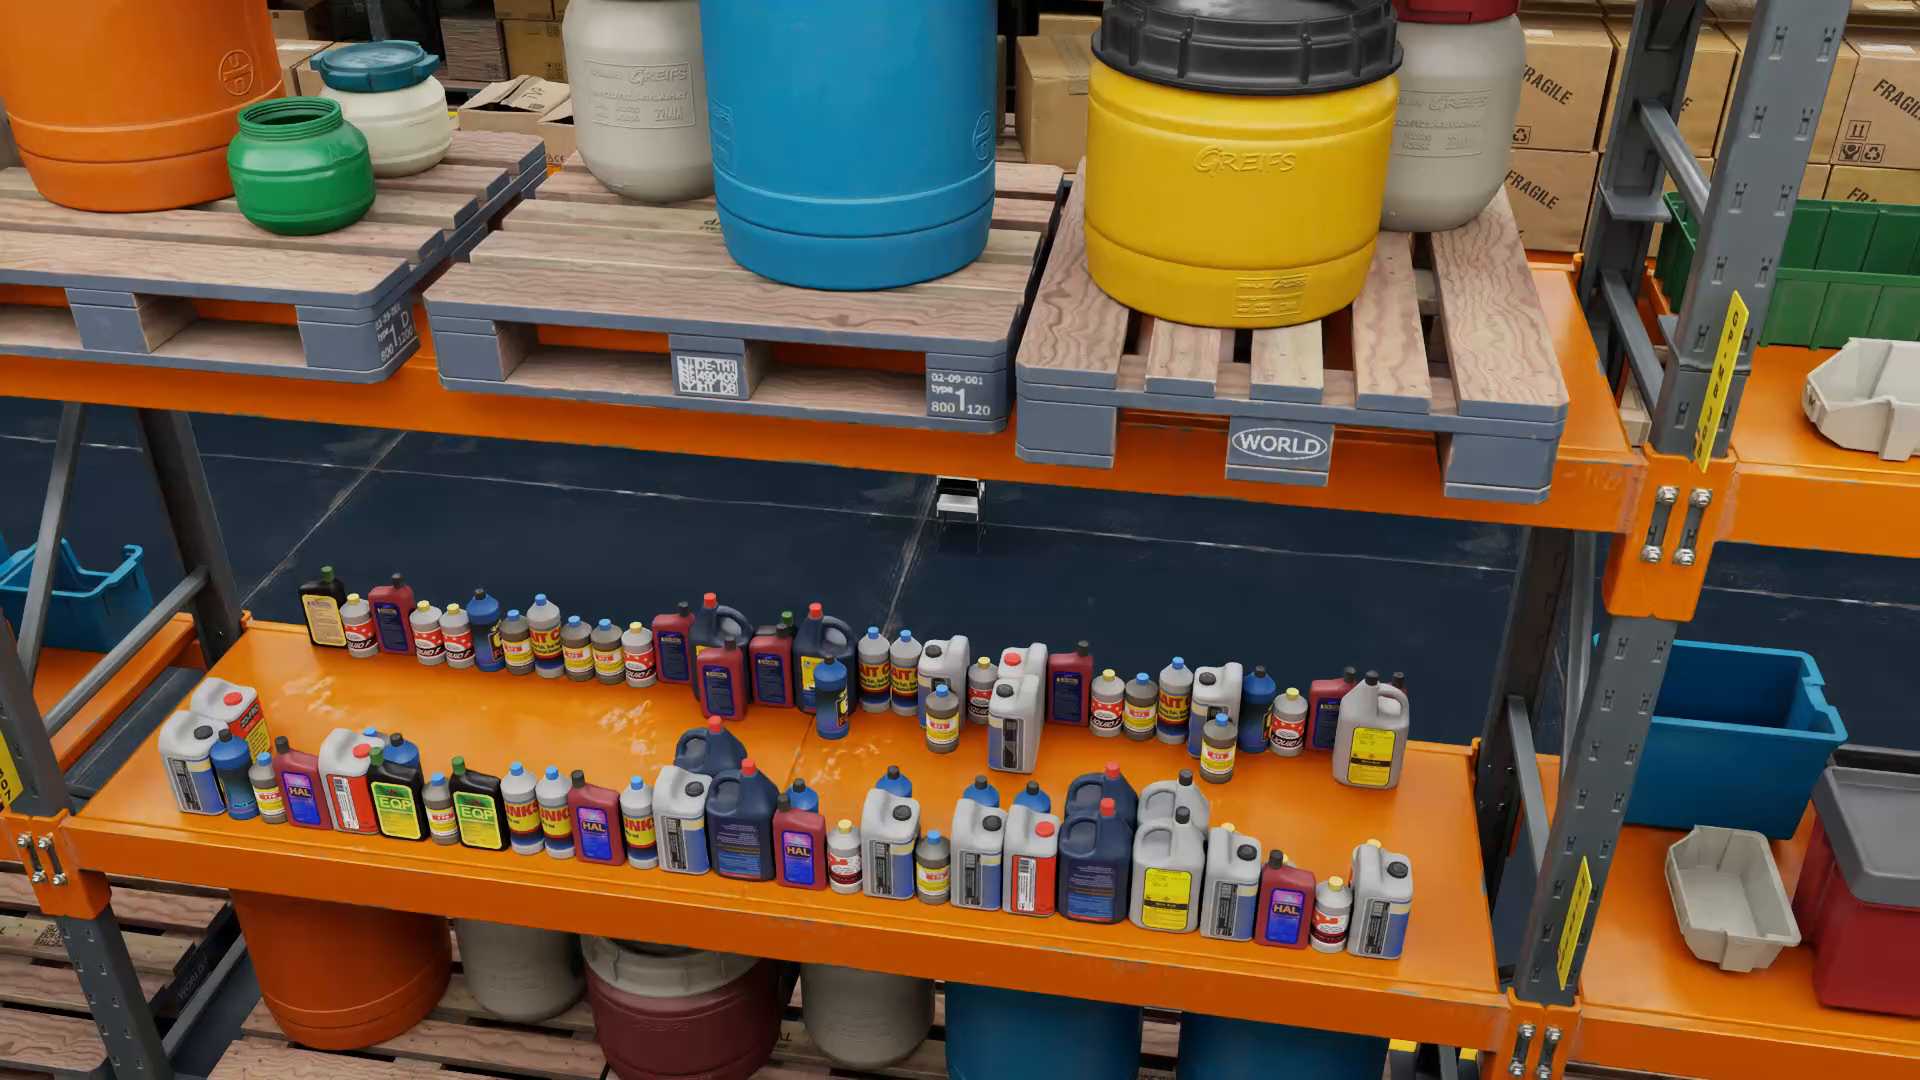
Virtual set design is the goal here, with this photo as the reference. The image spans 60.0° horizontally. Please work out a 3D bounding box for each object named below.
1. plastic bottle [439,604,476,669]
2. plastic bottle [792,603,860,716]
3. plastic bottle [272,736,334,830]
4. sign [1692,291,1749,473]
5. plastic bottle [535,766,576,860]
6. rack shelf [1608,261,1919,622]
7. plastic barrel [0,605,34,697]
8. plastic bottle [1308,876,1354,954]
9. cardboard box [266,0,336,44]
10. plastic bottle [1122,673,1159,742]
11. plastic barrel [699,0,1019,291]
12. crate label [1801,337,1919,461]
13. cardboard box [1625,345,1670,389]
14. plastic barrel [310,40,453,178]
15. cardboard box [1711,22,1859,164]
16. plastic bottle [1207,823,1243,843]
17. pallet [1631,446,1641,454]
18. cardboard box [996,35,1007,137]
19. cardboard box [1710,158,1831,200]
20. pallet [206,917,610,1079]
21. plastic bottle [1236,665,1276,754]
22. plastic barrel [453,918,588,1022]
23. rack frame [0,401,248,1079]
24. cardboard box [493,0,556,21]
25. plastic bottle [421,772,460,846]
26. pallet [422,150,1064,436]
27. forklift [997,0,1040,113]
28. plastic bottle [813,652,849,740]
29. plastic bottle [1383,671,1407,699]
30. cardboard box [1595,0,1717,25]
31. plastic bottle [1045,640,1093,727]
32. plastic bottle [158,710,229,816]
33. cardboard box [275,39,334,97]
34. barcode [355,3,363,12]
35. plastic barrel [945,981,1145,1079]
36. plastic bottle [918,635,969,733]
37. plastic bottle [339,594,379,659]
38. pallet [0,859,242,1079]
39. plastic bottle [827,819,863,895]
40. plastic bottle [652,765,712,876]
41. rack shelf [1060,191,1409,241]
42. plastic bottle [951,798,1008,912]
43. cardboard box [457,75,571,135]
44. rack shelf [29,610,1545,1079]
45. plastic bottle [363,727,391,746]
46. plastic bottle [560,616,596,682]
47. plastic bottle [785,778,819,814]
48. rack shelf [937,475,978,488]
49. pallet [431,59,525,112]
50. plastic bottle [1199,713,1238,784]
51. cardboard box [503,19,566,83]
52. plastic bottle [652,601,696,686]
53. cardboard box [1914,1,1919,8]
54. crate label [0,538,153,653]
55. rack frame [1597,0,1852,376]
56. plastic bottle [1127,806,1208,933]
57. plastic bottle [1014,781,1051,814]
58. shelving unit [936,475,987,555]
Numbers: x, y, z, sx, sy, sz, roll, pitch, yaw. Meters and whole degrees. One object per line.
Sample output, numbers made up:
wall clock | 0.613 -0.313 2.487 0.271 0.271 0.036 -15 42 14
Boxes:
plastic bottle | -1.553 0.290 5.147 0.097 0.201 0.097 0 32 0
plastic bottle | -0.397 0.344 4.920 0.185 0.351 0.144 5 32 8
plastic bottle | -1.769 0.654 4.488 0.133 0.283 0.061 5 32 8
sign | 1.391 -0.287 3.046 0.005 0.325 0.100 5 32 8
plastic bottle | -1.065 0.713 4.405 0.097 0.271 0.097 0 32 0
rack shelf | 3.457 -0.087 3.413 4.000 0.370 1.077 5 32 8
plastic barrel | -2.966 0.403 4.651 0.708 0.536 0.600 5 32 8
plastic bottle | 0.923 0.923 4.136 0.097 0.201 0.097 0 32 0
cardboard box | -5.764 -4.394 14.383 0.500 0.500 0.500 3 32 5
plastic bottle | 0.527 0.478 4.846 0.097 0.201 0.097 0 32 0
plastic barrel | -0.223 -1.034 3.379 0.708 0.901 0.600 5 32 8
crate label | 1.919 -0.264 3.266 0.466 0.136 0.293 5 32 8
cardboard box | 3.671 -0.967 9.087 0.500 0.311 0.500 5 32 8
plastic barrel | -1.376 -1.028 3.973 0.301 0.262 0.301 0 32 0
cardboard box | 3.755 -2.075 7.701 0.500 0.500 0.500 4 32 7
plastic bottle | 0.685 0.819 4.301 0.097 0.201 0.097 0 32 0
pallet | 2.999 -0.646 9.083 1.213 0.211 1.003 5 32 8
cardboard box | -0.112 -2.288 8.589 0.500 0.500 0.700 11 34 17
cardboard box | 3.777 -1.654 7.971 0.500 0.500 0.500 5 32 8
pallet | -1.674 1.574 5.536 1.213 0.211 1.003 5 32 8
plastic bottle | 0.851 0.478 4.781 0.097 0.271 0.097 0 32 0
plastic barrel | -1.401 1.259 5.361 0.421 0.512 0.421 0 32 0
rack frame | -2.458 0.344 4.874 0.127 3.000 1.000 5 32 8
cardboard box | -3.571 -4.545 13.919 0.500 0.250 0.500 5 32 7
plastic bottle | -1.388 0.713 4.470 0.097 0.201 0.097 0 32 0
pallet | -0.422 -0.609 3.747 1.213 0.211 1.003 5 32 8
forklift | -0.270 -3.052 10.363 3.031 2.935 1.130 6 33 9
plastic bottle | -0.374 0.445 4.834 0.097 0.271 0.097 0 32 0
plastic bottle | 1.195 0.494 4.743 0.133 0.283 0.061 5 32 8
cardboard box | 3.370 -2.402 8.223 0.500 0.500 0.500 5 32 7
plastic bottle | 0.320 0.415 4.870 0.133 0.283 0.061 5 32 8
plastic bottle | -2.086 0.604 4.575 0.135 0.276 0.152 5 32 8
cardboard box | -3.796 -2.477 9.286 0.500 0.500 0.500 5 32 8
barcode | -5.226 -4.631 14.461 0.075 0.075 0.001 5 32 8
plastic barrel | 0.254 1.291 4.942 0.708 0.901 0.600 5 32 8
plastic bottle | -0.048 0.409 4.886 0.135 0.276 0.152 5 32 8
plastic bottle | -1.877 0.261 5.194 0.097 0.201 0.097 0 32 0
pallet | -3.215 1.436 5.757 1.213 0.211 1.003 5 32 8
plastic bottle | -0.295 0.812 4.312 0.097 0.201 0.097 0 32 0
plastic bottle | -0.719 0.728 4.377 0.135 0.276 0.152 5 32 8
rack shelf | 0.351 -1.763 8.918 4.000 0.370 1.077 5 32 8
plastic bottle | 0.052 0.797 4.266 0.135 0.276 0.152 5 32 8
cardboard box | -2.470 -2.390 9.325 0.500 0.311 0.500 5 32 8
rack shelf | -0.486 0.827 4.780 4.000 0.370 1.077 5 32 8
plastic bottle | -1.627 0.610 4.636 0.097 0.201 0.097 0 32 0
plastic bottle | -1.169 0.325 5.091 0.097 0.201 0.097 0 32 0
plastic bottle | -0.416 0.739 4.364 0.097 0.271 0.097 0 32 0
rack shelf | 0.008 -0.352 8.028 0.200 0.077 0.258 5 32 8
pallet | -3.966 -3.944 14.352 1.213 0.211 1.003 5 32 8
plastic bottle | 0.730 0.578 4.686 0.097 0.201 0.097 0 32 0
cardboard box | -3.488 -4.245 14.146 0.500 0.500 0.700 5 32 7
plastic bottle | -0.861 0.308 5.041 0.133 0.283 0.061 5 32 8
cardboard box | 4.863 -2.266 8.007 0.500 0.500 0.500 6 32 9
crate label | -2.810 0.181 5.292 0.416 0.233 0.303 5 32 8
rack frame | 1.485 -1.842 2.712 0.127 3.000 1.000 5 32 8
plastic bottle | 0.524 0.811 4.174 0.185 0.351 0.144 5 32 8
plastic bottle | 0.188 0.745 4.355 0.097 0.271 0.097 0 32 0
shelving unit | 0.008 -0.381 8.010 0.210 0.900 0.258 5 32 8
